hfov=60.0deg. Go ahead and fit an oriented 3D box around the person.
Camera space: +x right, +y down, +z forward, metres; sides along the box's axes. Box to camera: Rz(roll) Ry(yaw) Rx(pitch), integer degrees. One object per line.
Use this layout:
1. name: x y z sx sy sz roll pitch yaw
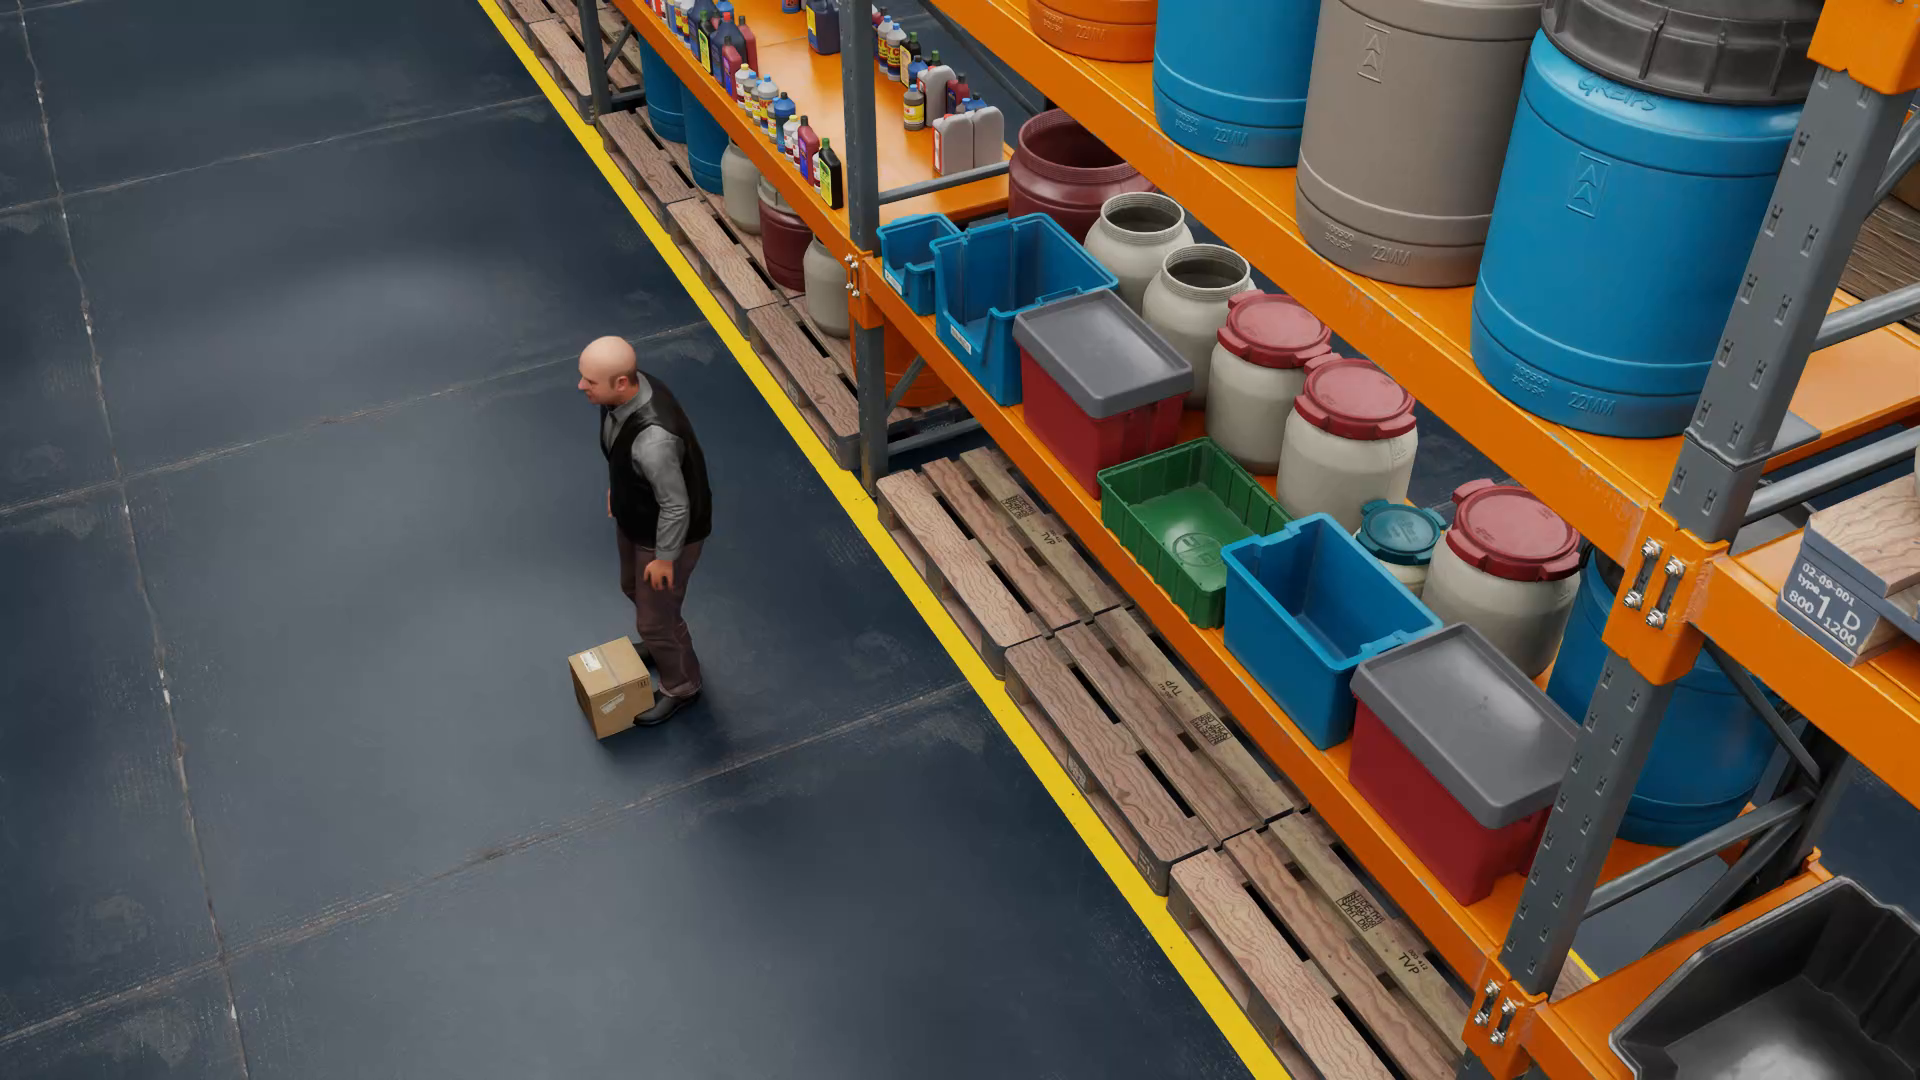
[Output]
1. person: -1.163 -0.054 6.250 0.460 1.721 0.580 -18 44 -20
